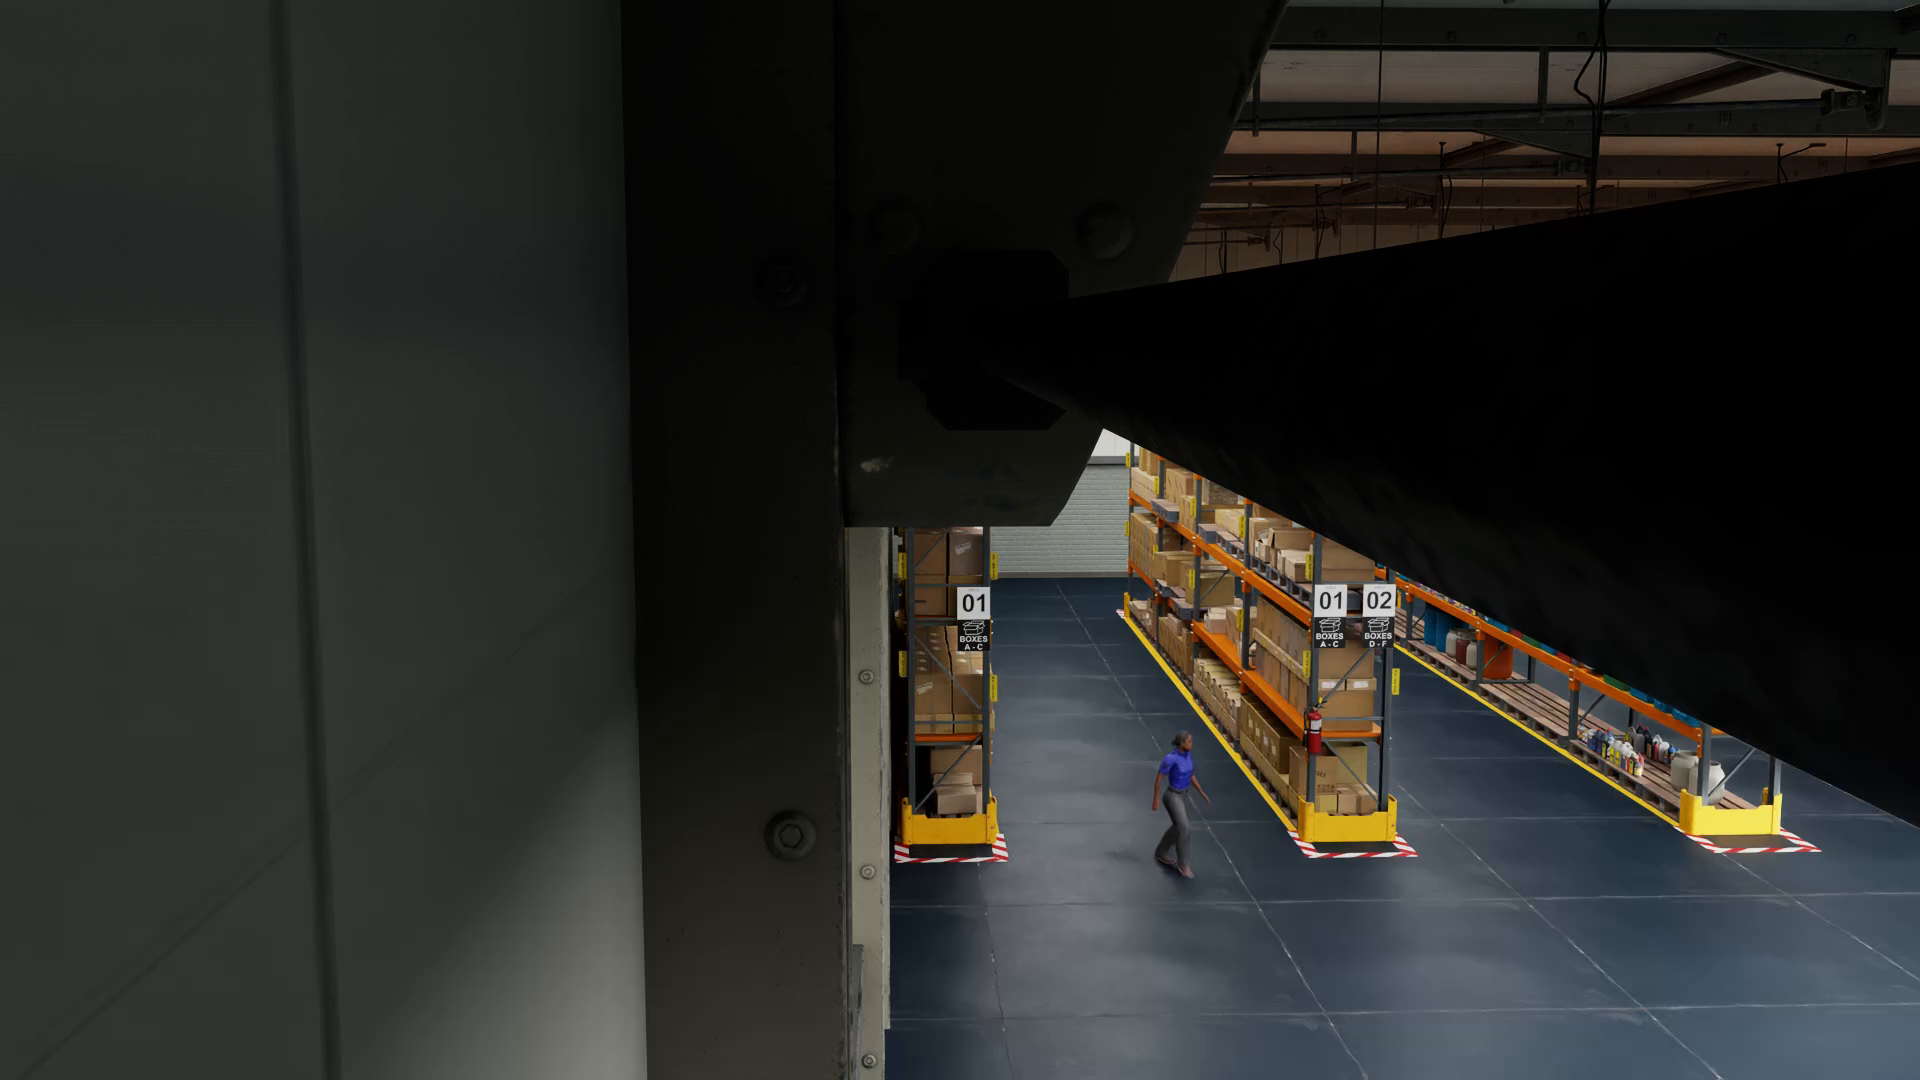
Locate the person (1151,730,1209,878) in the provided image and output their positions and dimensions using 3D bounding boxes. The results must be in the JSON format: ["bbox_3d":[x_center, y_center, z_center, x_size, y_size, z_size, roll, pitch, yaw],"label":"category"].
[{"bbox_3d":[2.572,3.069,19.498,0.688,1.685,0.604,5,9,35],"label":"person"}]

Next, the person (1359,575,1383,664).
[{"bbox_3d":[7.832,1.462,31.720,0.498,1.683,0.848,0,7,-4],"label":"person"}]
